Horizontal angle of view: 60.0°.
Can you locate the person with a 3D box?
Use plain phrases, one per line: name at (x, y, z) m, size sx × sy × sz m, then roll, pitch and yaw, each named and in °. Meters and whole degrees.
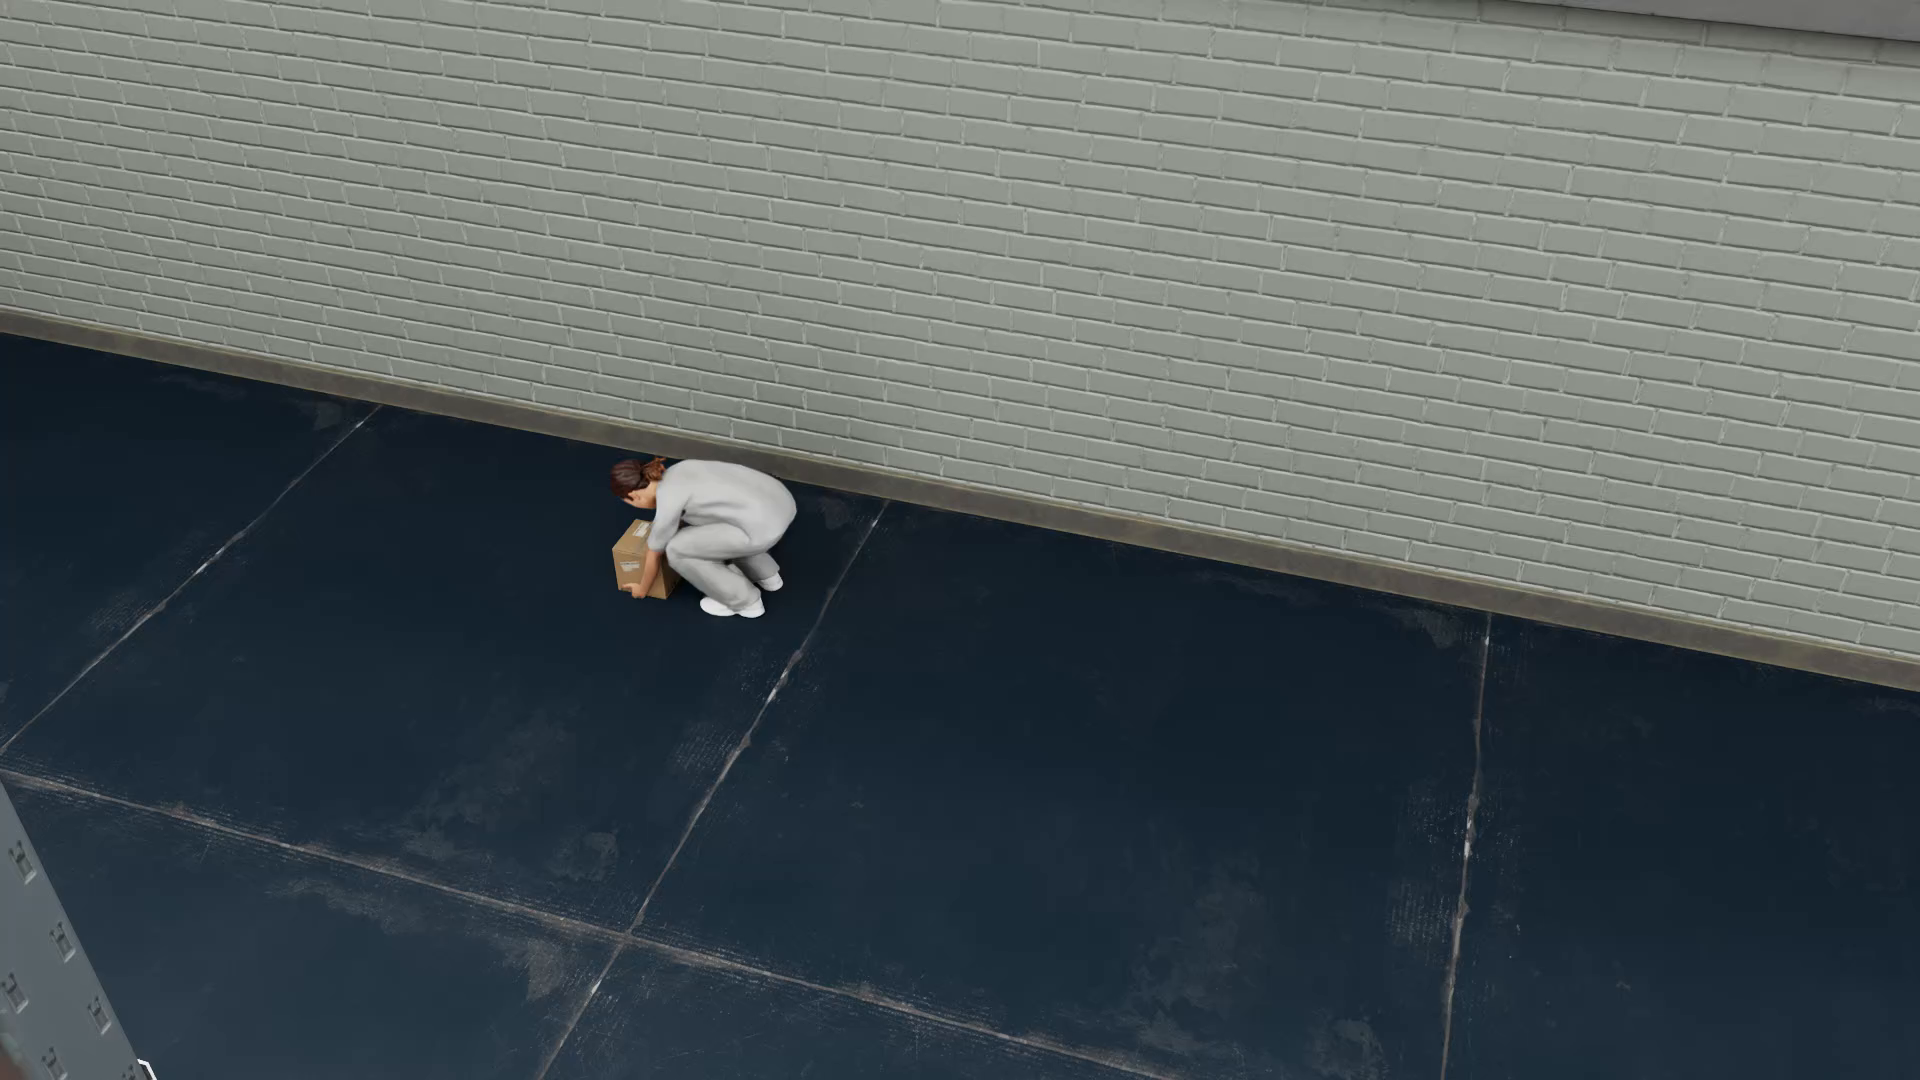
person at (-1.185, -0.049, 7.736) m, size 0.863 × 0.764 × 0.458 m, roll 10°, pitch 38°, yaw 13°
